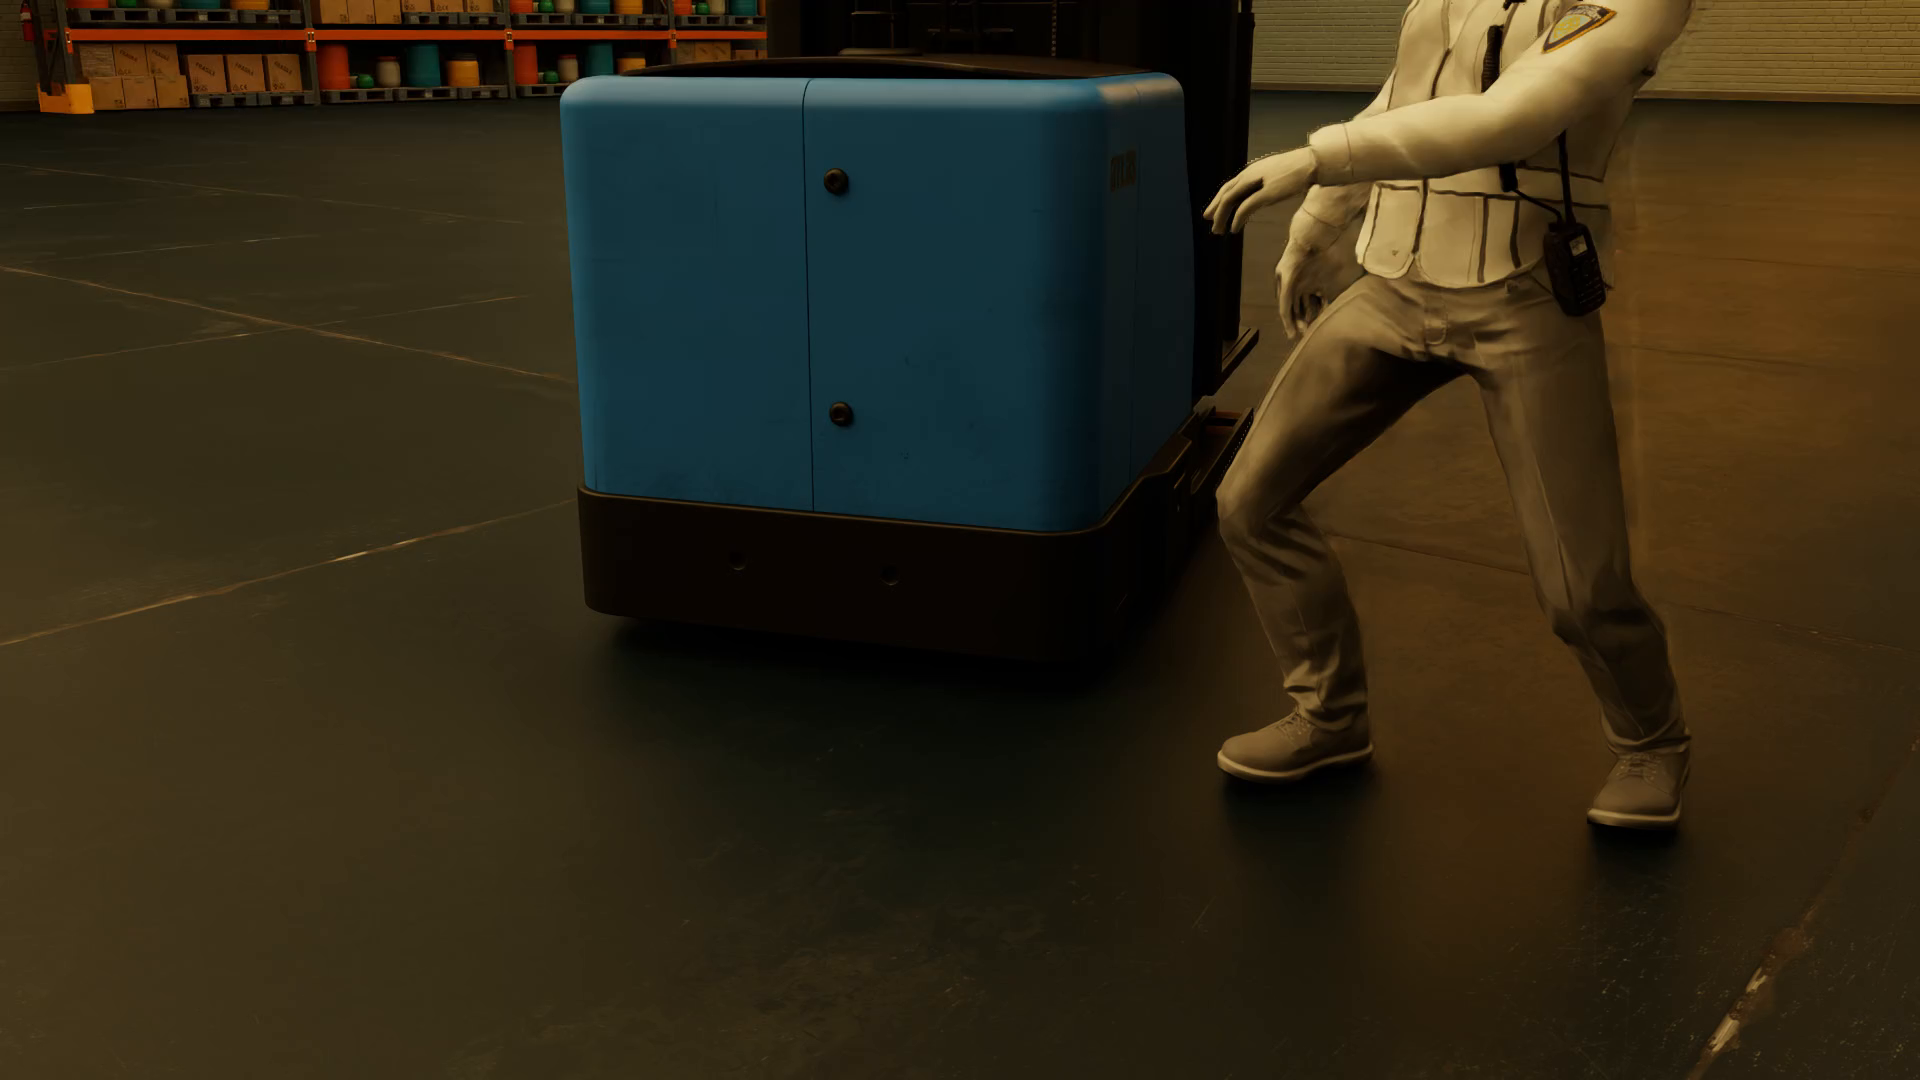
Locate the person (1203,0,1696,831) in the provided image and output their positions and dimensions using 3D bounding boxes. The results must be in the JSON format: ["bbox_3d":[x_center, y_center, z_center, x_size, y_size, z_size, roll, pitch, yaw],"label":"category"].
[{"bbox_3d":[0.678,-0.355,2.415,0.786,1.550,0.724,-10,20,-30],"label":"person"}]

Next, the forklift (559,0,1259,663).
[{"bbox_3d":[0.182,-1.571,4.072,1.130,2.935,3.031,5,18,17],"label":"forklift"}]
